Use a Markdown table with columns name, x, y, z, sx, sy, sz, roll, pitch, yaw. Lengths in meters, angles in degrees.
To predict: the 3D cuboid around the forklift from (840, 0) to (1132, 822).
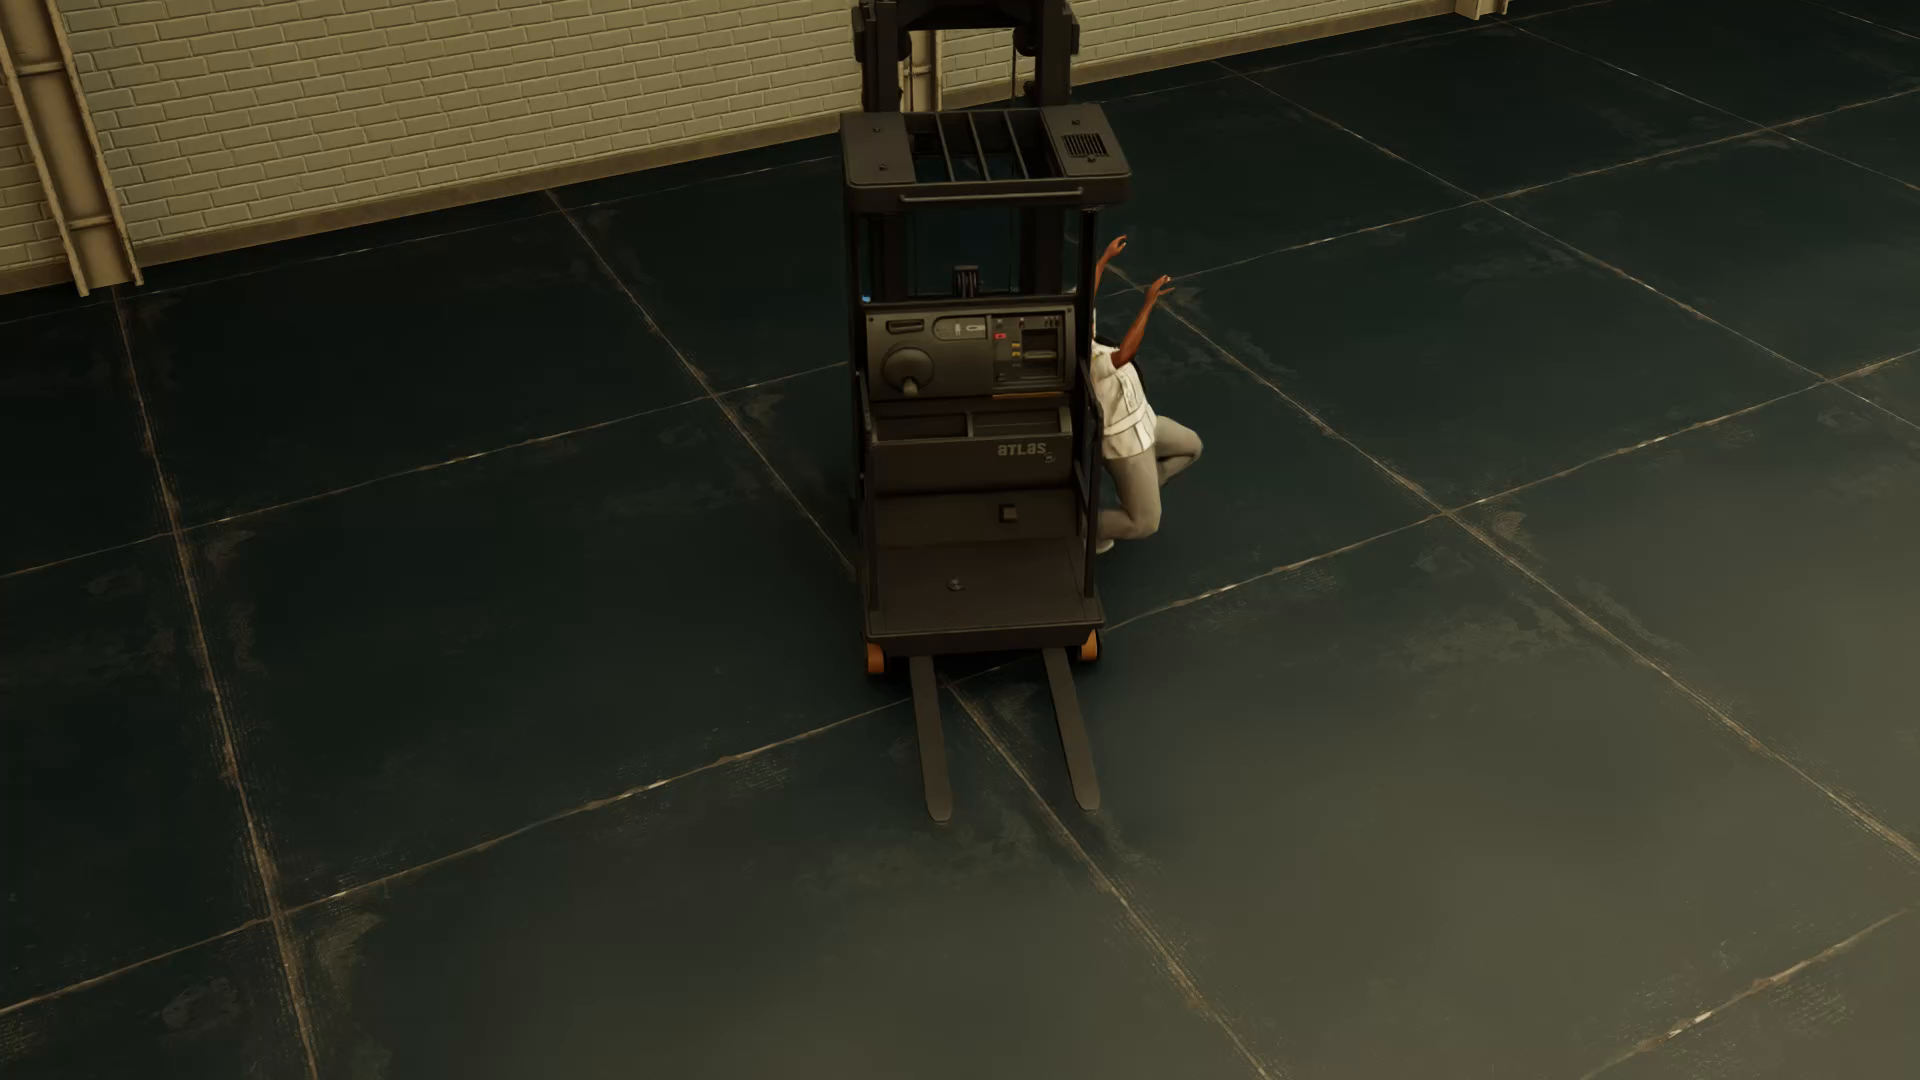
| name | x | y | z | sx | sy | sz | roll | pitch | yaw |
| --- | --- | --- | --- | --- | --- | --- | --- | --- | --- |
| forklift | 0.074 | -0.775 | 7.219 | 1.130 | 2.935 | 3.031 | -3 | 35 | -5 |

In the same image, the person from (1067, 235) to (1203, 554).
| name | x | y | z | sx | sy | sz | roll | pitch | yaw |
| --- | --- | --- | --- | --- | --- | --- | --- | --- | --- |
| person | 0.805 | -0.707 | 8.181 | 0.820 | 1.592 | 0.977 | 6 | 36 | 9 |
